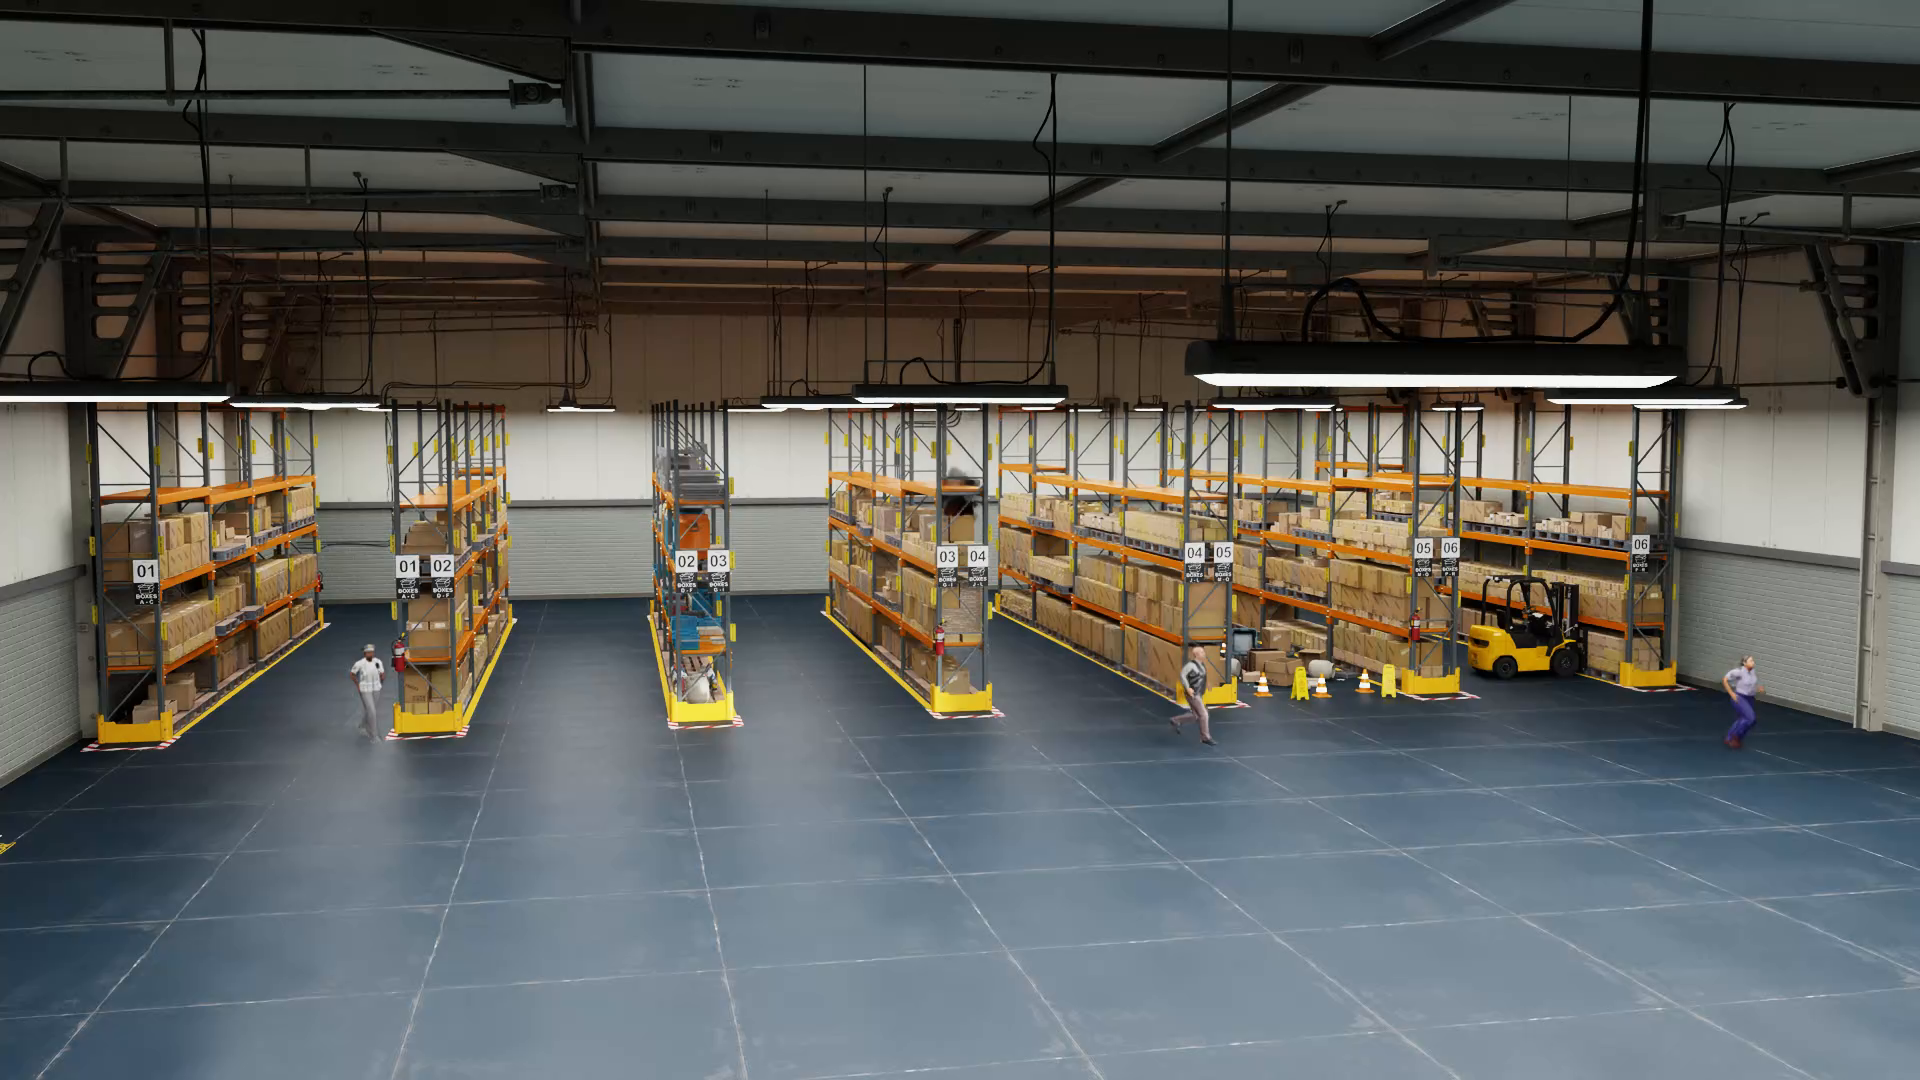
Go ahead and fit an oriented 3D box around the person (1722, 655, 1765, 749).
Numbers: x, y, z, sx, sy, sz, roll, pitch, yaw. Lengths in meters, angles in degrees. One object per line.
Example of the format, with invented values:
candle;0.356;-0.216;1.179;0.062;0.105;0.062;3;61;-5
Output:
person;13.404;2.805;28.444;0.595;1.525;0.669;-3;5;-34

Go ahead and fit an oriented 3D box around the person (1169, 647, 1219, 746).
person;4.054;2.704;28.929;0.917;1.709;0.681;2;5;29

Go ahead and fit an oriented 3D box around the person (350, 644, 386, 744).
person;-10.364;2.675;29.230;0.849;1.728;0.562;4;6;43
